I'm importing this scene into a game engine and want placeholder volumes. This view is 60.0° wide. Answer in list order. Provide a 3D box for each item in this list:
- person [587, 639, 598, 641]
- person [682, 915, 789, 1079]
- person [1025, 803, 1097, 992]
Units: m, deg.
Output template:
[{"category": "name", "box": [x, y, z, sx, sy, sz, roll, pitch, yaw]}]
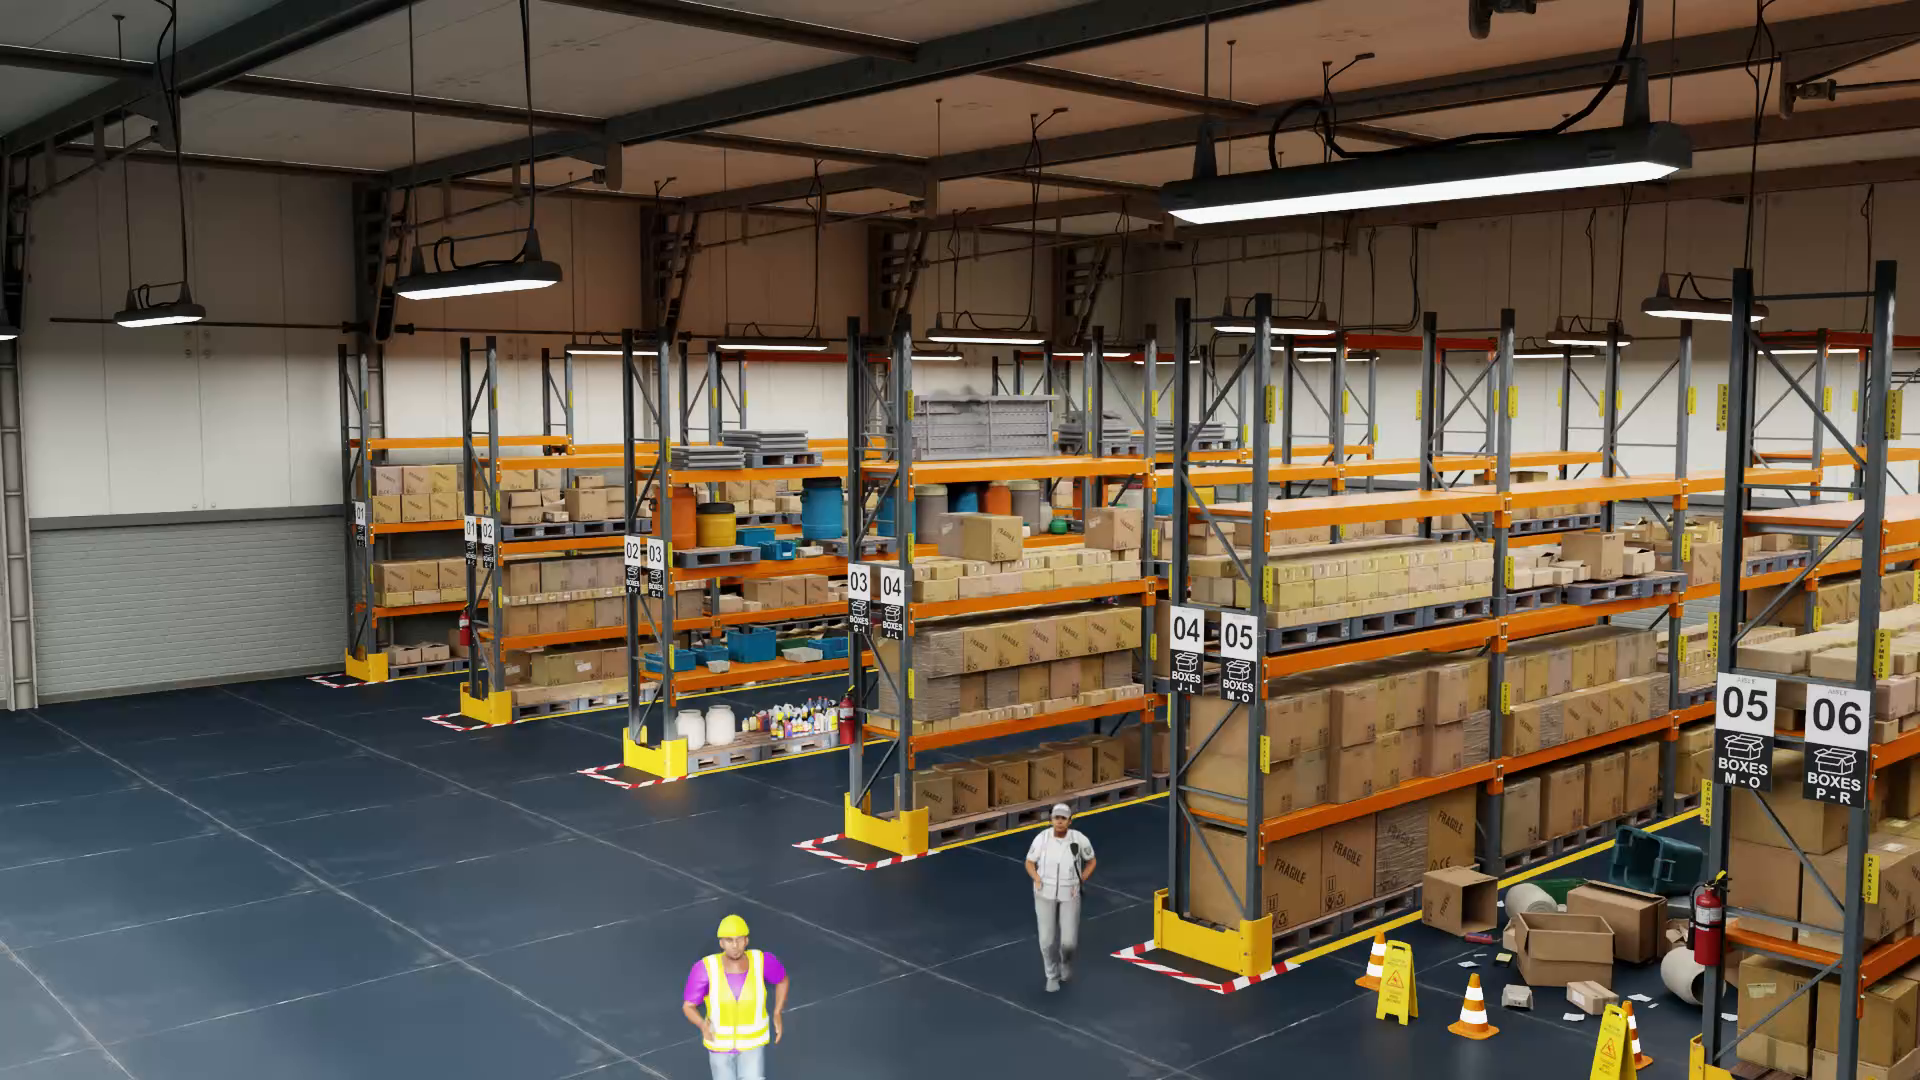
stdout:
[{"category": "person", "box": [-6.488, 1.612, 29.523, 0.700, 1.757, 0.982, 5, 7, 42]}, {"category": "person", "box": [-1.469, 3.321, 10.875, 0.684, 1.767, 0.696, 0, 5, -4]}, {"category": "person", "box": [0.861, 3.094, 14.366, 0.620, 1.646, 0.564, 1, 5, 7]}]
